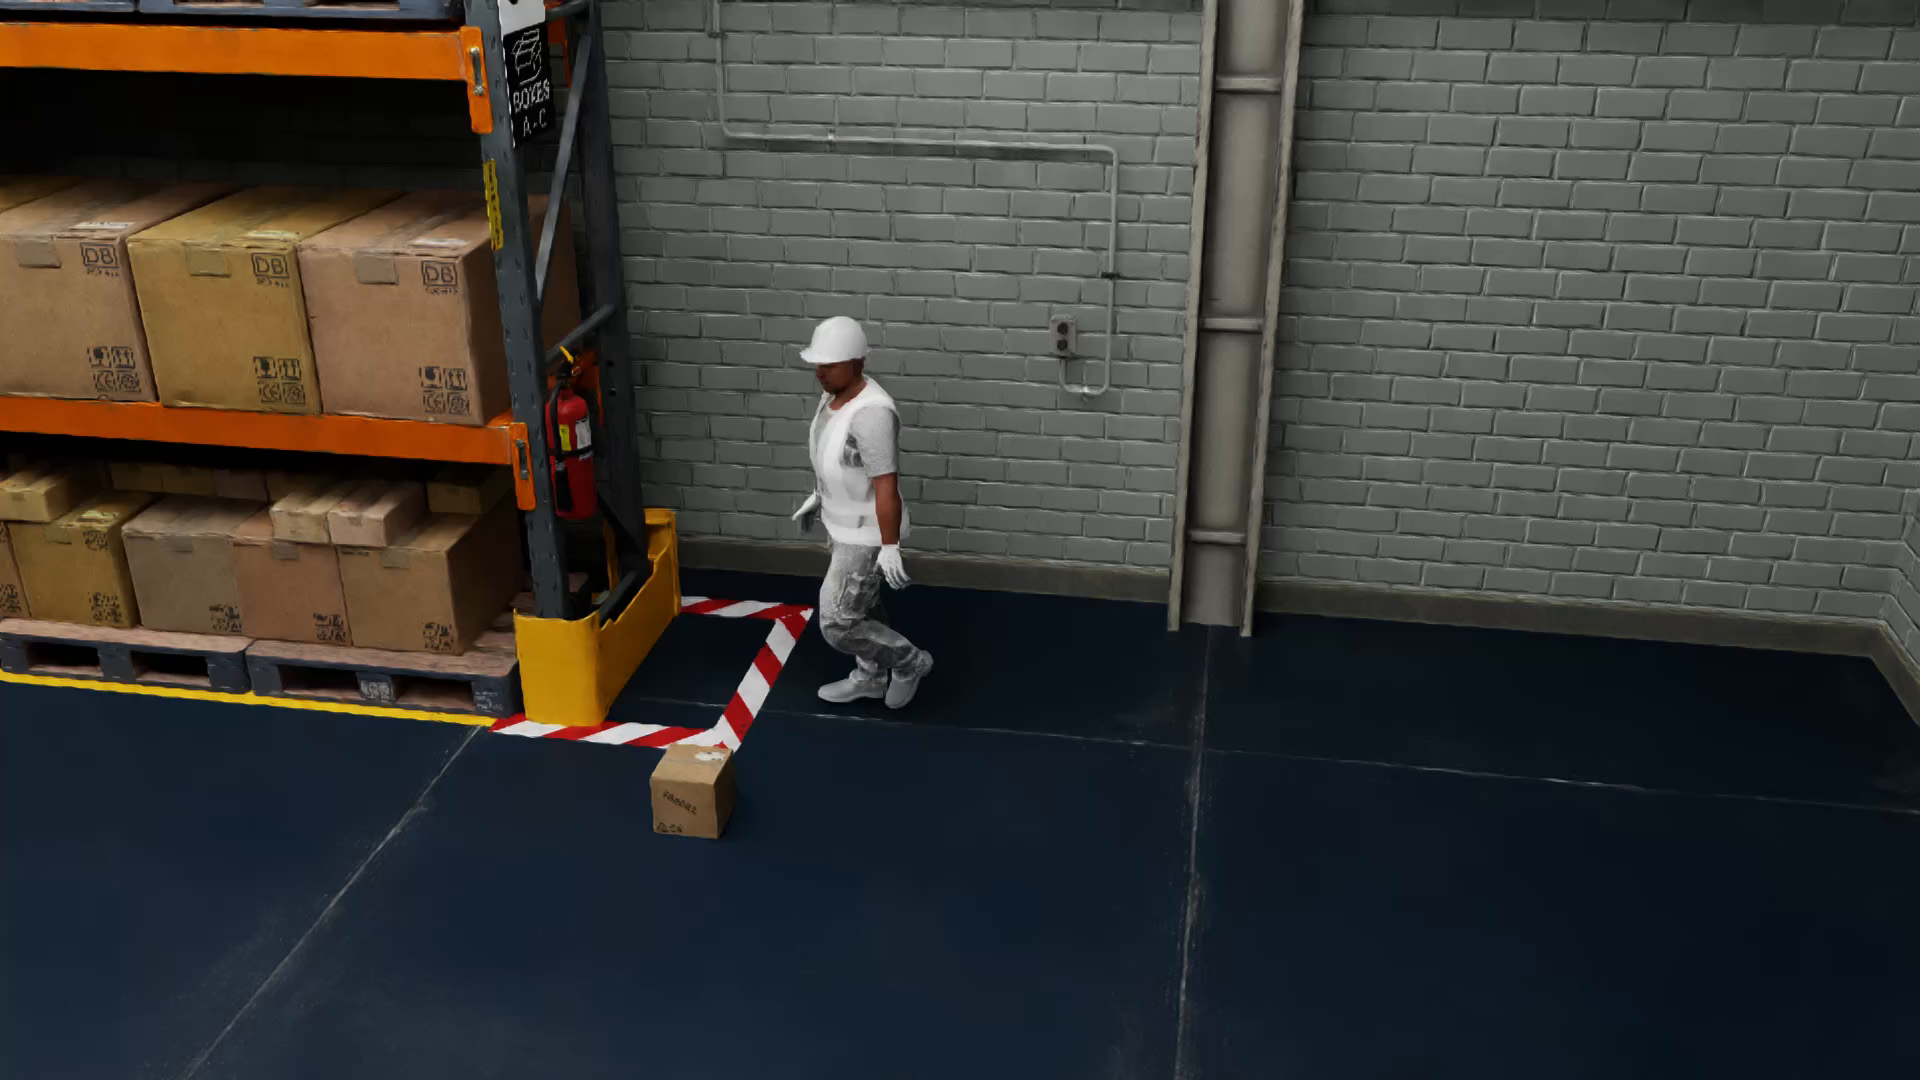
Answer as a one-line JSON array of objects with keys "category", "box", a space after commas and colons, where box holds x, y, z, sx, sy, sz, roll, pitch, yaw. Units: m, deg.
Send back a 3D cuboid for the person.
[{"category": "person", "box": [-0.374, -0.061, 6.685, 0.511, 1.771, 0.712, -8, 26, -18]}]
